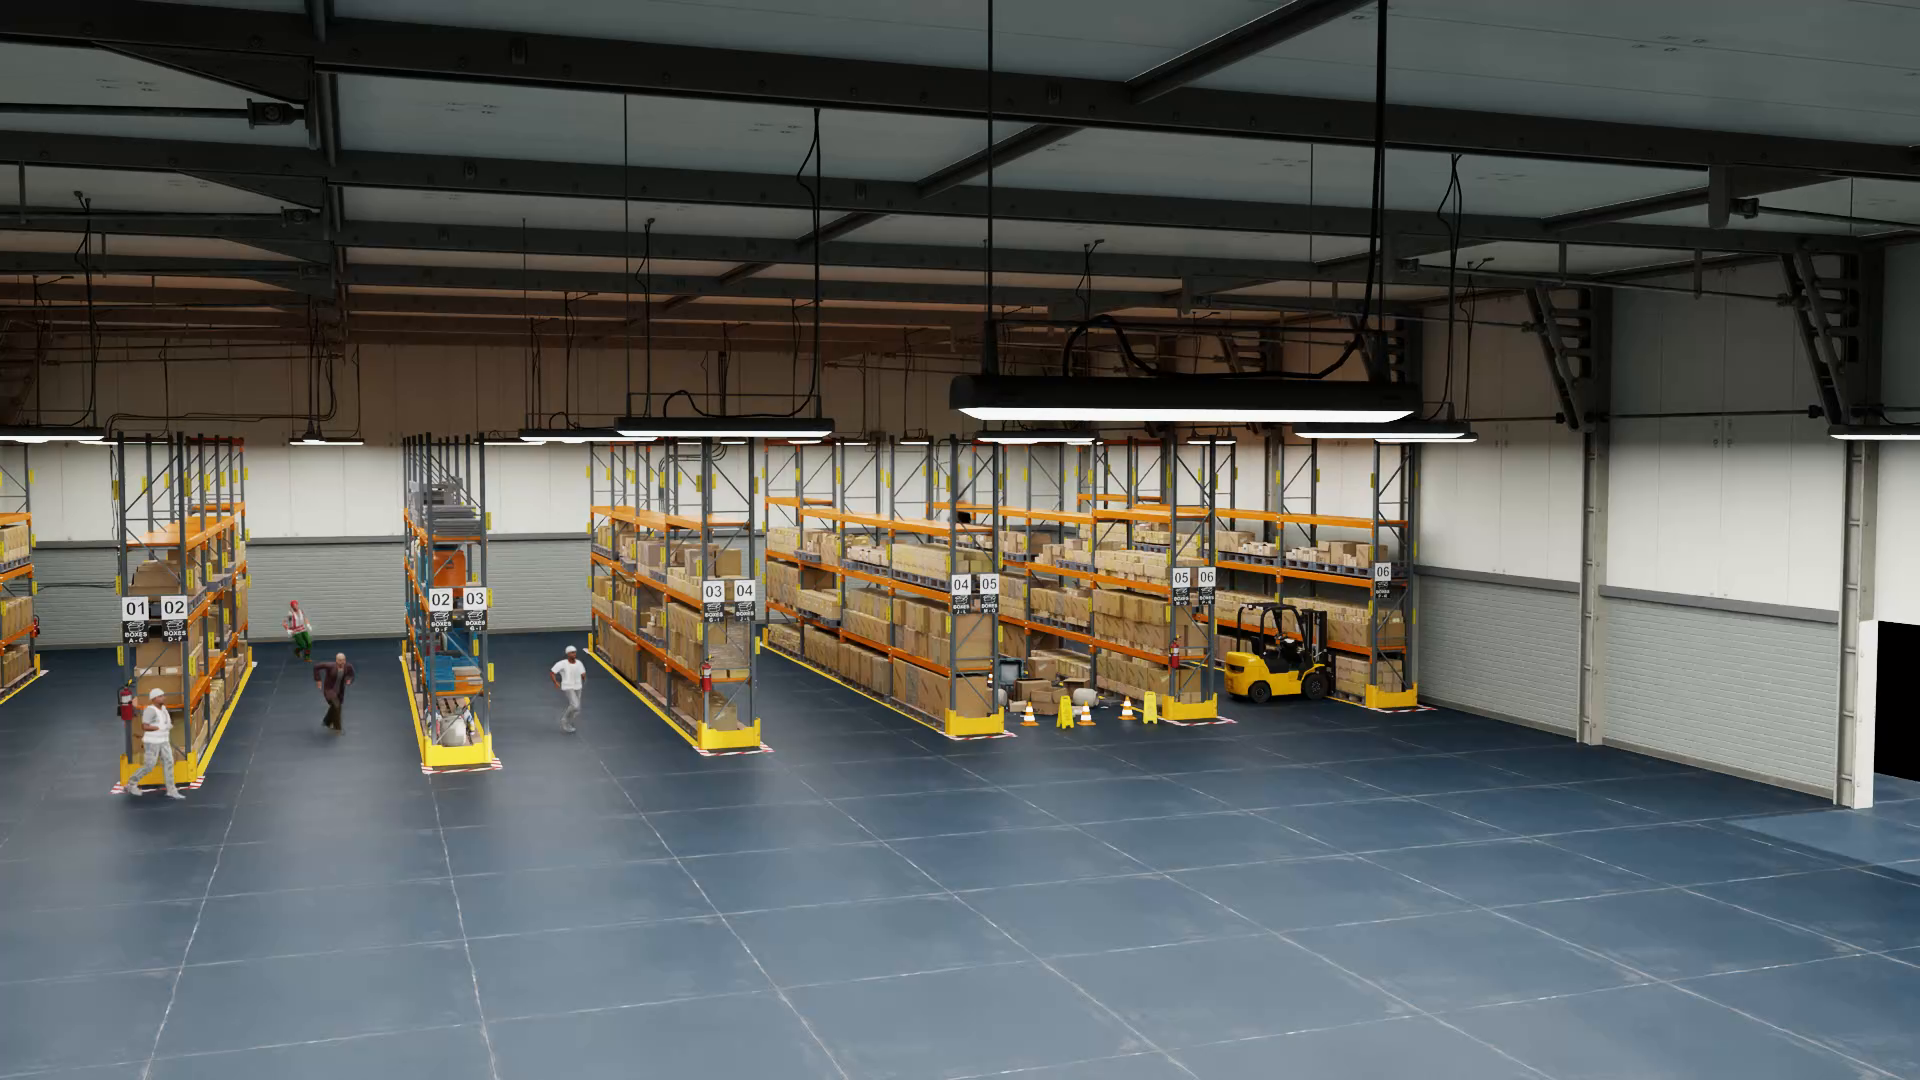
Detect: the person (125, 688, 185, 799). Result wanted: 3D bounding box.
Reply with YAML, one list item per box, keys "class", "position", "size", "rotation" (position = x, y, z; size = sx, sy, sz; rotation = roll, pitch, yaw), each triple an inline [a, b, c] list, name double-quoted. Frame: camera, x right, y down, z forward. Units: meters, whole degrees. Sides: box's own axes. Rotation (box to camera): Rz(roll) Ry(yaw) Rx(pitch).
- class: "person"
  position: [-13.091, 3.320, 27.070]
  size: [0.947, 1.812, 0.686]
  rotation: [0, 3, 5]

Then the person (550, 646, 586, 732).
- class: "person"
  position: [-7.774, 2.988, 33.360]
  size: [0.650, 1.728, 0.684]
  rotation: [3, 4, 40]

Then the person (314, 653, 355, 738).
- class: "person"
  position: [-12.460, 3.078, 33.058]
  size: [0.750, 1.730, 1.042]
  rotation: [-3, 4, -43]

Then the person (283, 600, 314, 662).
- class: "person"
  position: [-17.667, 2.438, 44.286]
  size: [0.568, 1.700, 0.742]
  rotation: [2, 4, 34]
